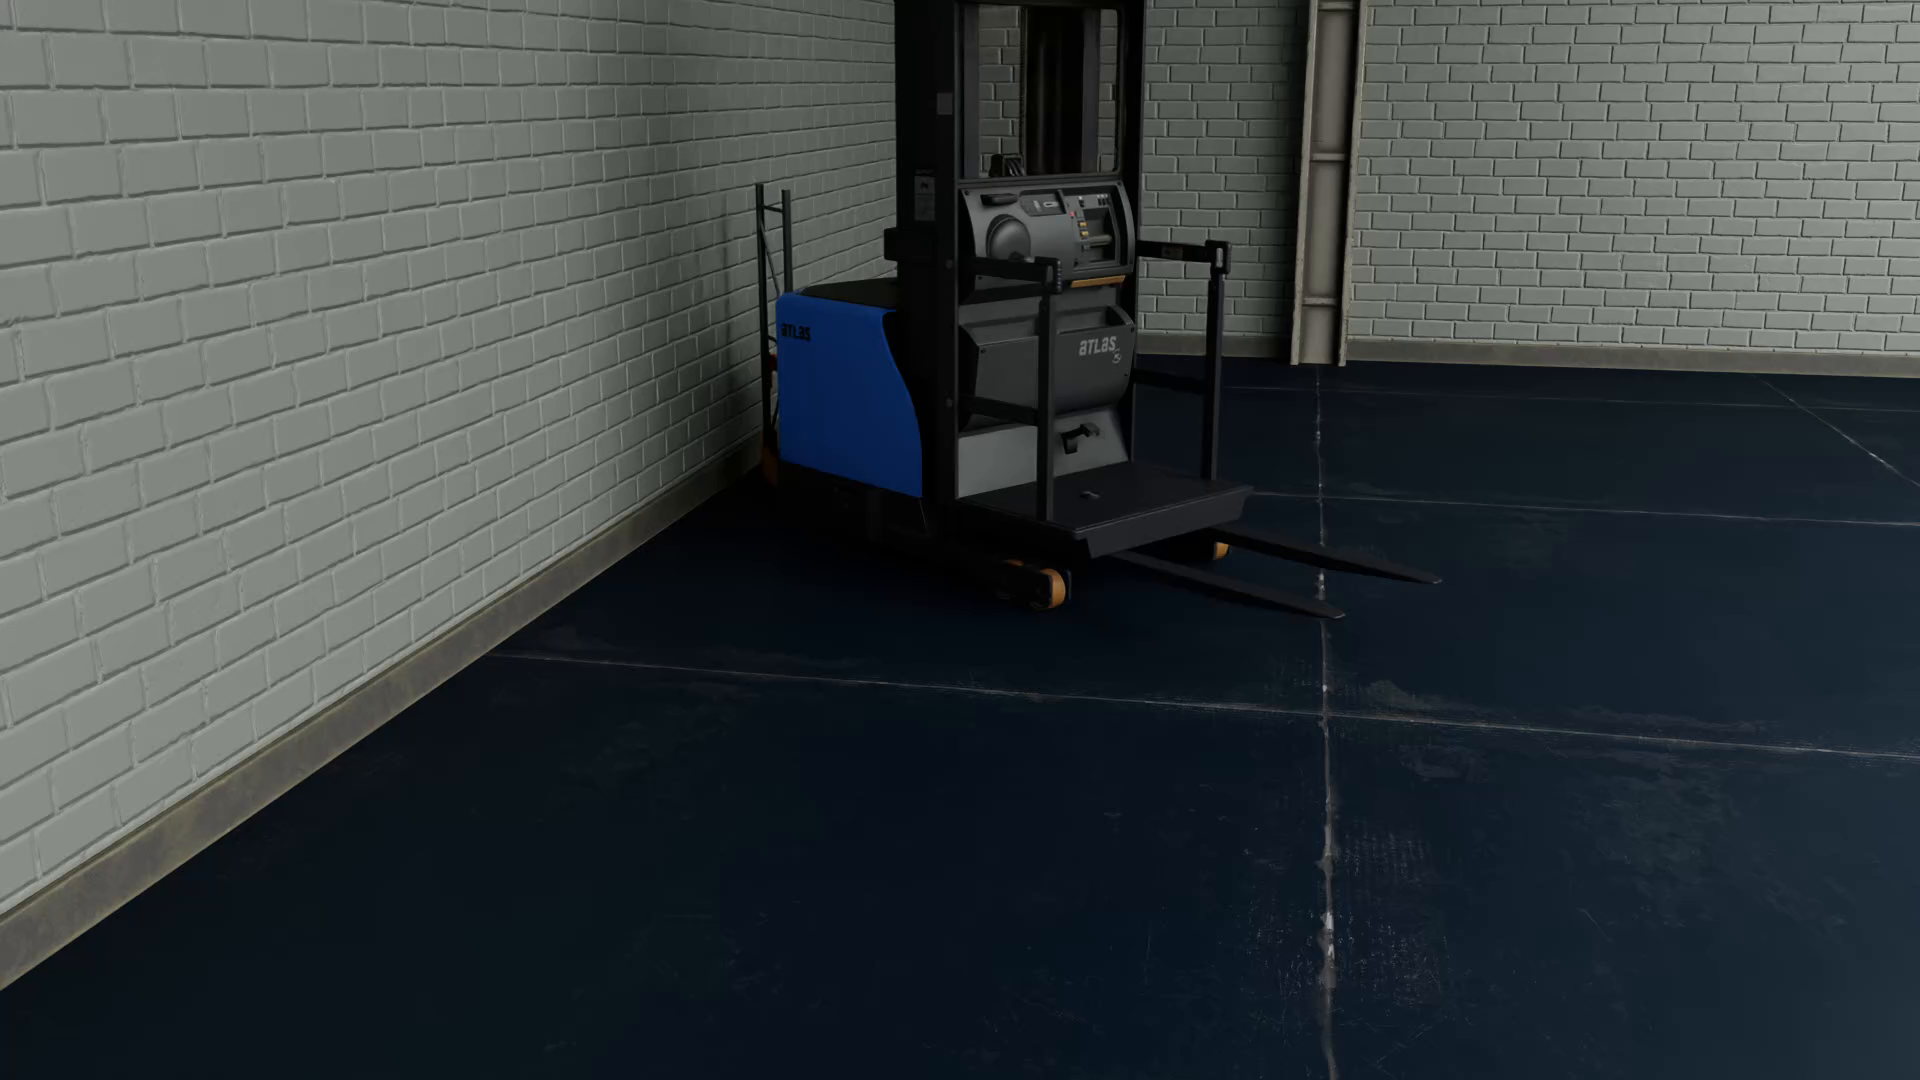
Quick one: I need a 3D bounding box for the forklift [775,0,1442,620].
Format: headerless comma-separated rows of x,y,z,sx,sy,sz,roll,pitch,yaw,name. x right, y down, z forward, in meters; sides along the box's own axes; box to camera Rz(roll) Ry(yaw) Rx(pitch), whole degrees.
0.514,-1.289,6.656,1.130,2.935,3.031,-14,21,-40,forklift

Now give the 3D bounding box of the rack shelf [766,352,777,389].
-0.435,-0.859,8.456,1.000,0.185,0.538,-6,17,-22,rack shelf

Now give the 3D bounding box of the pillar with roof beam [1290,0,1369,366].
1.768,-4.519,6.949,0.400,9.000,9.100,3,16,11,pillar with roof beam

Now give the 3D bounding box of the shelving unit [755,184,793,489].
-0.427,-1.033,8.411,1.083,1.500,0.587,-6,17,-22,shelving unit

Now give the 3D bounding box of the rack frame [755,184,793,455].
-0.905,-0.980,8.219,0.032,1.500,0.500,-6,17,-22,rack frame

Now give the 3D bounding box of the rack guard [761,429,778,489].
-0.887,-0.379,8.394,0.087,0.250,0.587,-6,17,-22,rack guard
